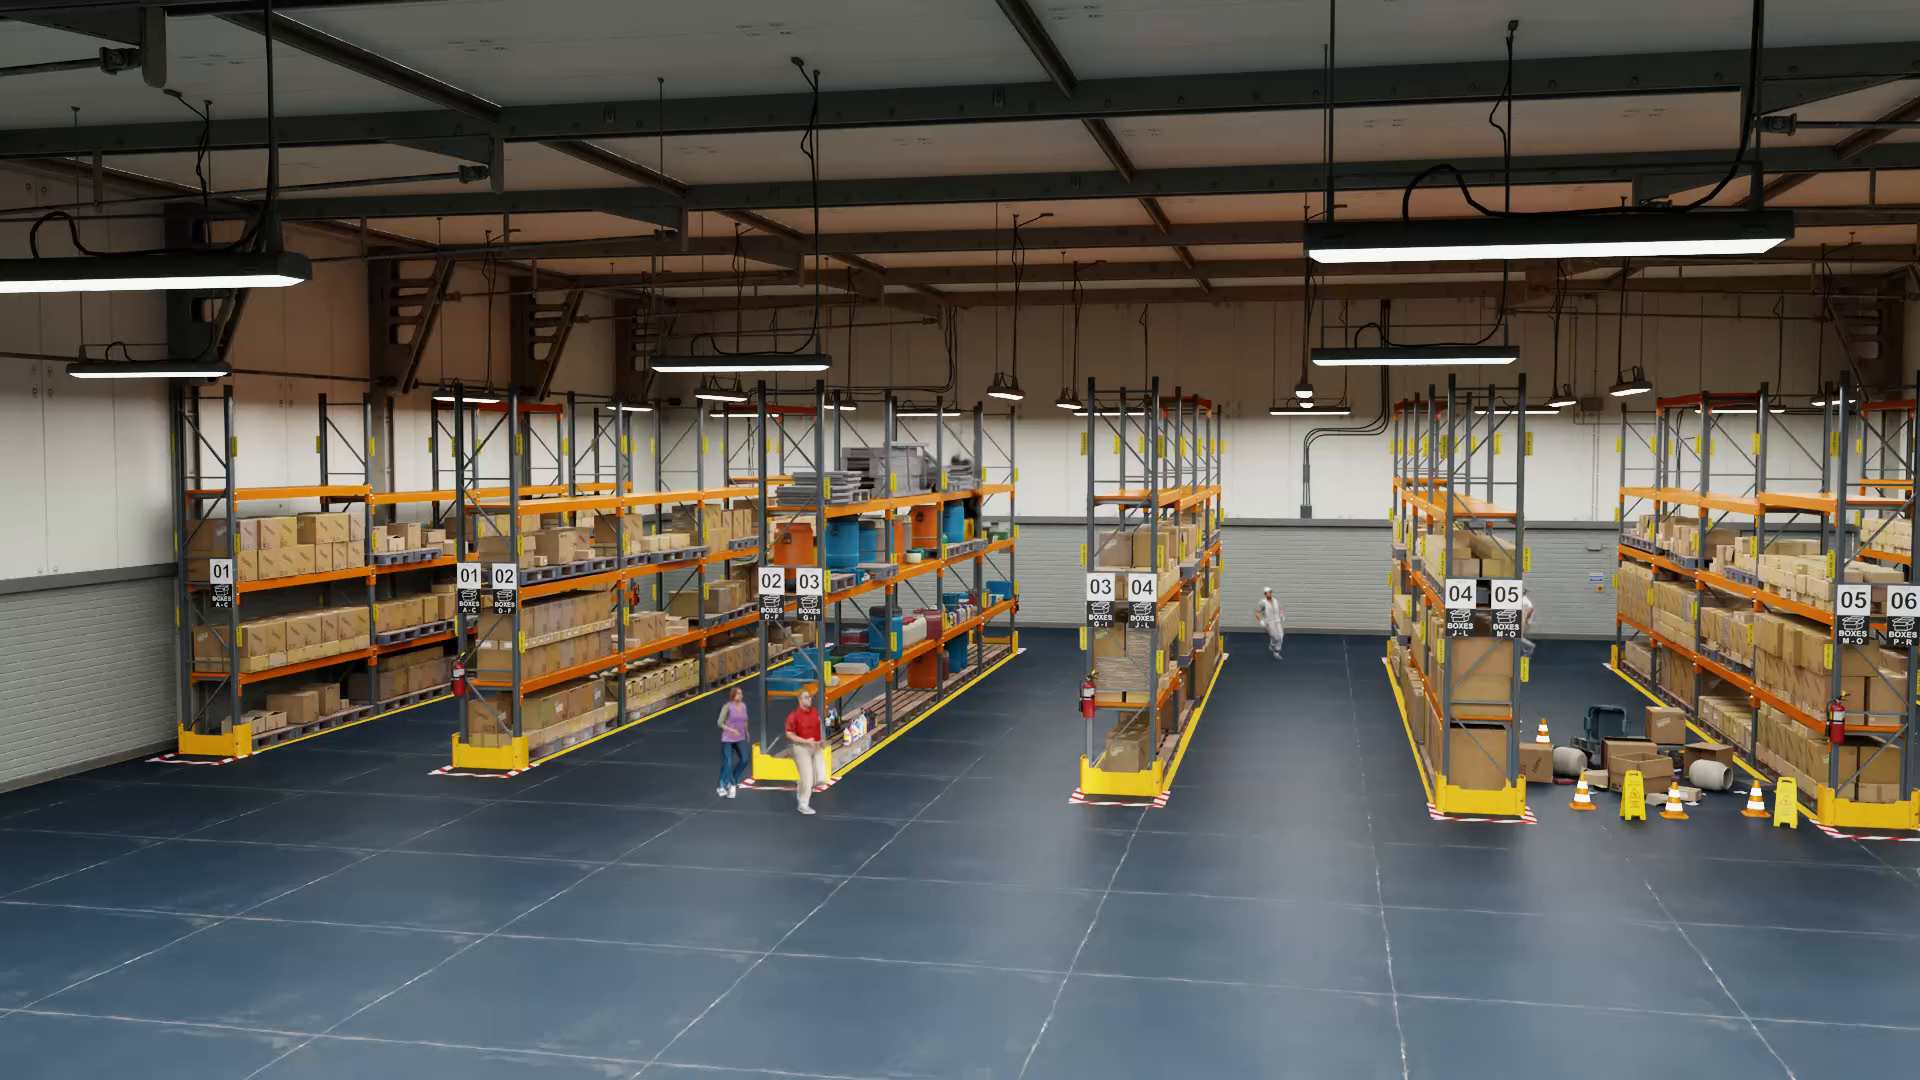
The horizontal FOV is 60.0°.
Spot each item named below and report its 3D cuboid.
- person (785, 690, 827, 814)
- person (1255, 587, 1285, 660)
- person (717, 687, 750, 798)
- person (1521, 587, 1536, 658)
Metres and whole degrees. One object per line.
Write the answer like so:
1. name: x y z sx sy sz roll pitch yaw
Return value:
1. person: -2.095 2.890 22.718 0.623 1.682 0.682 3 4 43
2. person: 7.341 1.963 39.051 0.705 1.712 0.508 -1 3 -19
3. person: -3.209 2.877 23.741 0.552 1.562 0.574 -2 4 -34
4. person: 13.252 1.945 39.285 0.608 1.728 0.649 1 3 14
